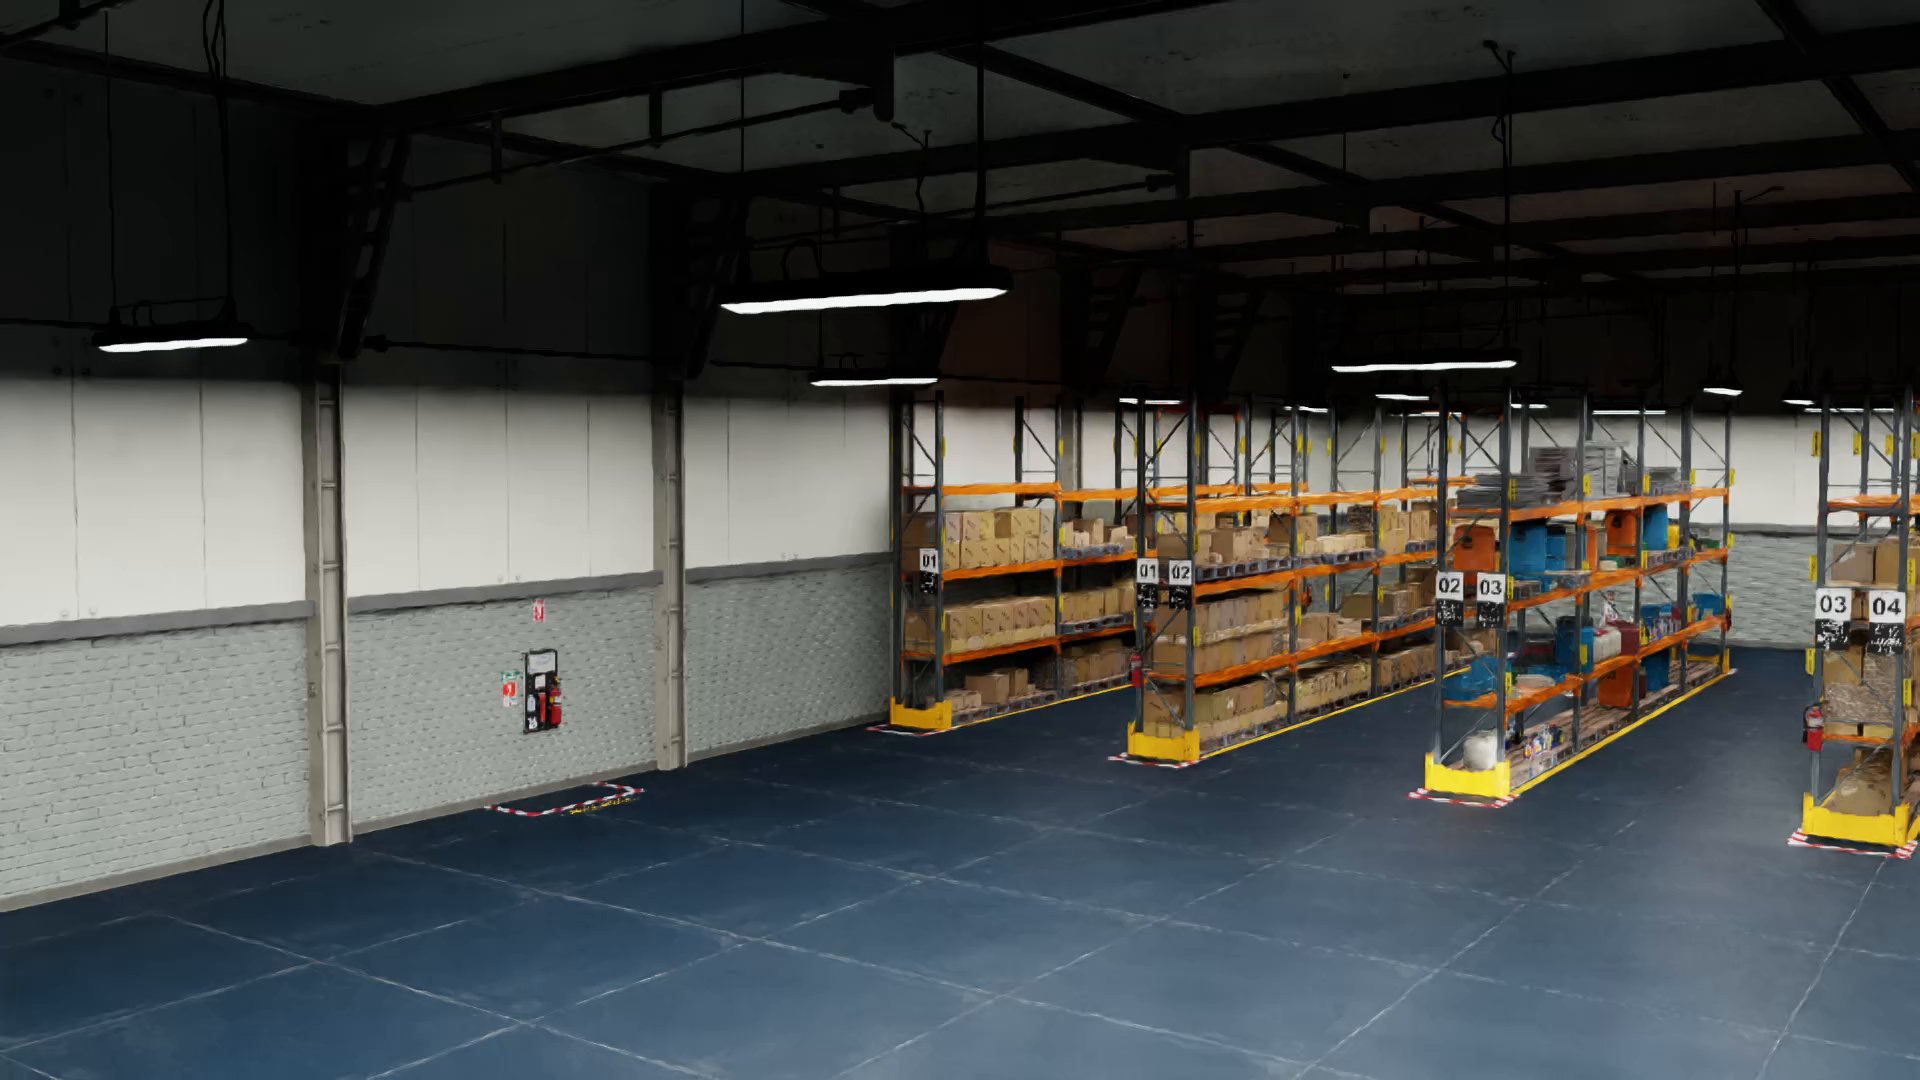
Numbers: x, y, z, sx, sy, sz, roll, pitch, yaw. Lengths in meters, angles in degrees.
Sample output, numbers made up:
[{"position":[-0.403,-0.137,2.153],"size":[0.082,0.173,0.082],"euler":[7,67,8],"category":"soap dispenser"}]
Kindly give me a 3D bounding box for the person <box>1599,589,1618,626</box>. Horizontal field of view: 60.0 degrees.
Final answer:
[{"position":[14.740,1.987,37.776],"size":[0.405,1.765,0.618],"euler":[1,3,21],"category":"person"}]

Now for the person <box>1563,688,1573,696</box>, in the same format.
[{"position":[12.261,2.315,33.376],"size":[0.536,1.587,0.532],"euler":[-2,4,-29],"category":"person"}]

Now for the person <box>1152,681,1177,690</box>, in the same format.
[{"position":[3.799,2.423,30.397],"size":[0.588,1.700,1.193],"euler":[2,4,33],"category":"person"}]
